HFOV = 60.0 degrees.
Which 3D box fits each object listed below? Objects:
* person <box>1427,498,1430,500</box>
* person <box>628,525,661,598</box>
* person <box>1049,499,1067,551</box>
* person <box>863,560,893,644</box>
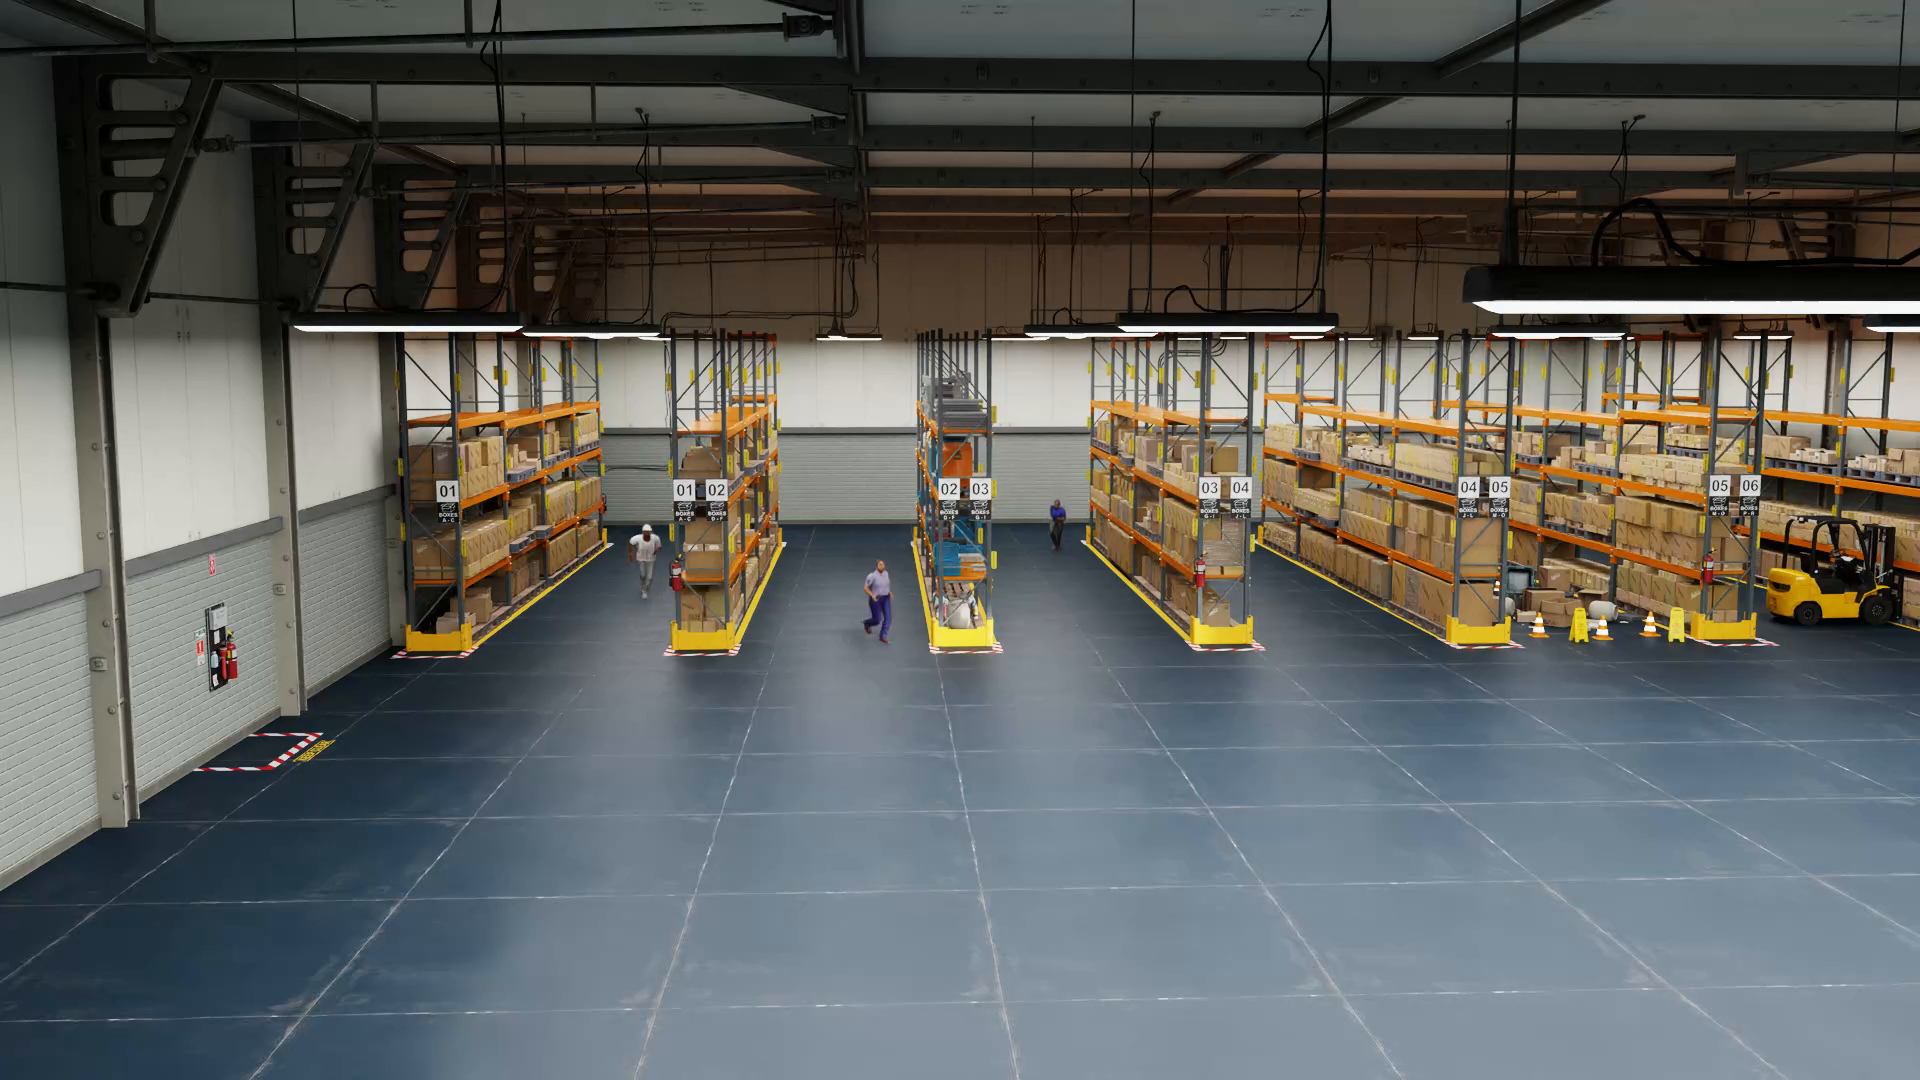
[{"bbox_3d":[14.270,-0.920,49.771,0.722,1.597,0.561,-3,7,-20],"label":"person"},{"bbox_3d":[-7.077,0.486,37.441,0.703,1.681,0.710,-2,7,-20],"label":"person"},{"bbox_3d":[2.716,-0.445,46.088,0.569,1.436,1.098,2,7,14],"label":"person"},{"bbox_3d":[-1.575,1.169,32.058,0.618,1.612,0.719,-5,8,-34],"label":"person"}]
